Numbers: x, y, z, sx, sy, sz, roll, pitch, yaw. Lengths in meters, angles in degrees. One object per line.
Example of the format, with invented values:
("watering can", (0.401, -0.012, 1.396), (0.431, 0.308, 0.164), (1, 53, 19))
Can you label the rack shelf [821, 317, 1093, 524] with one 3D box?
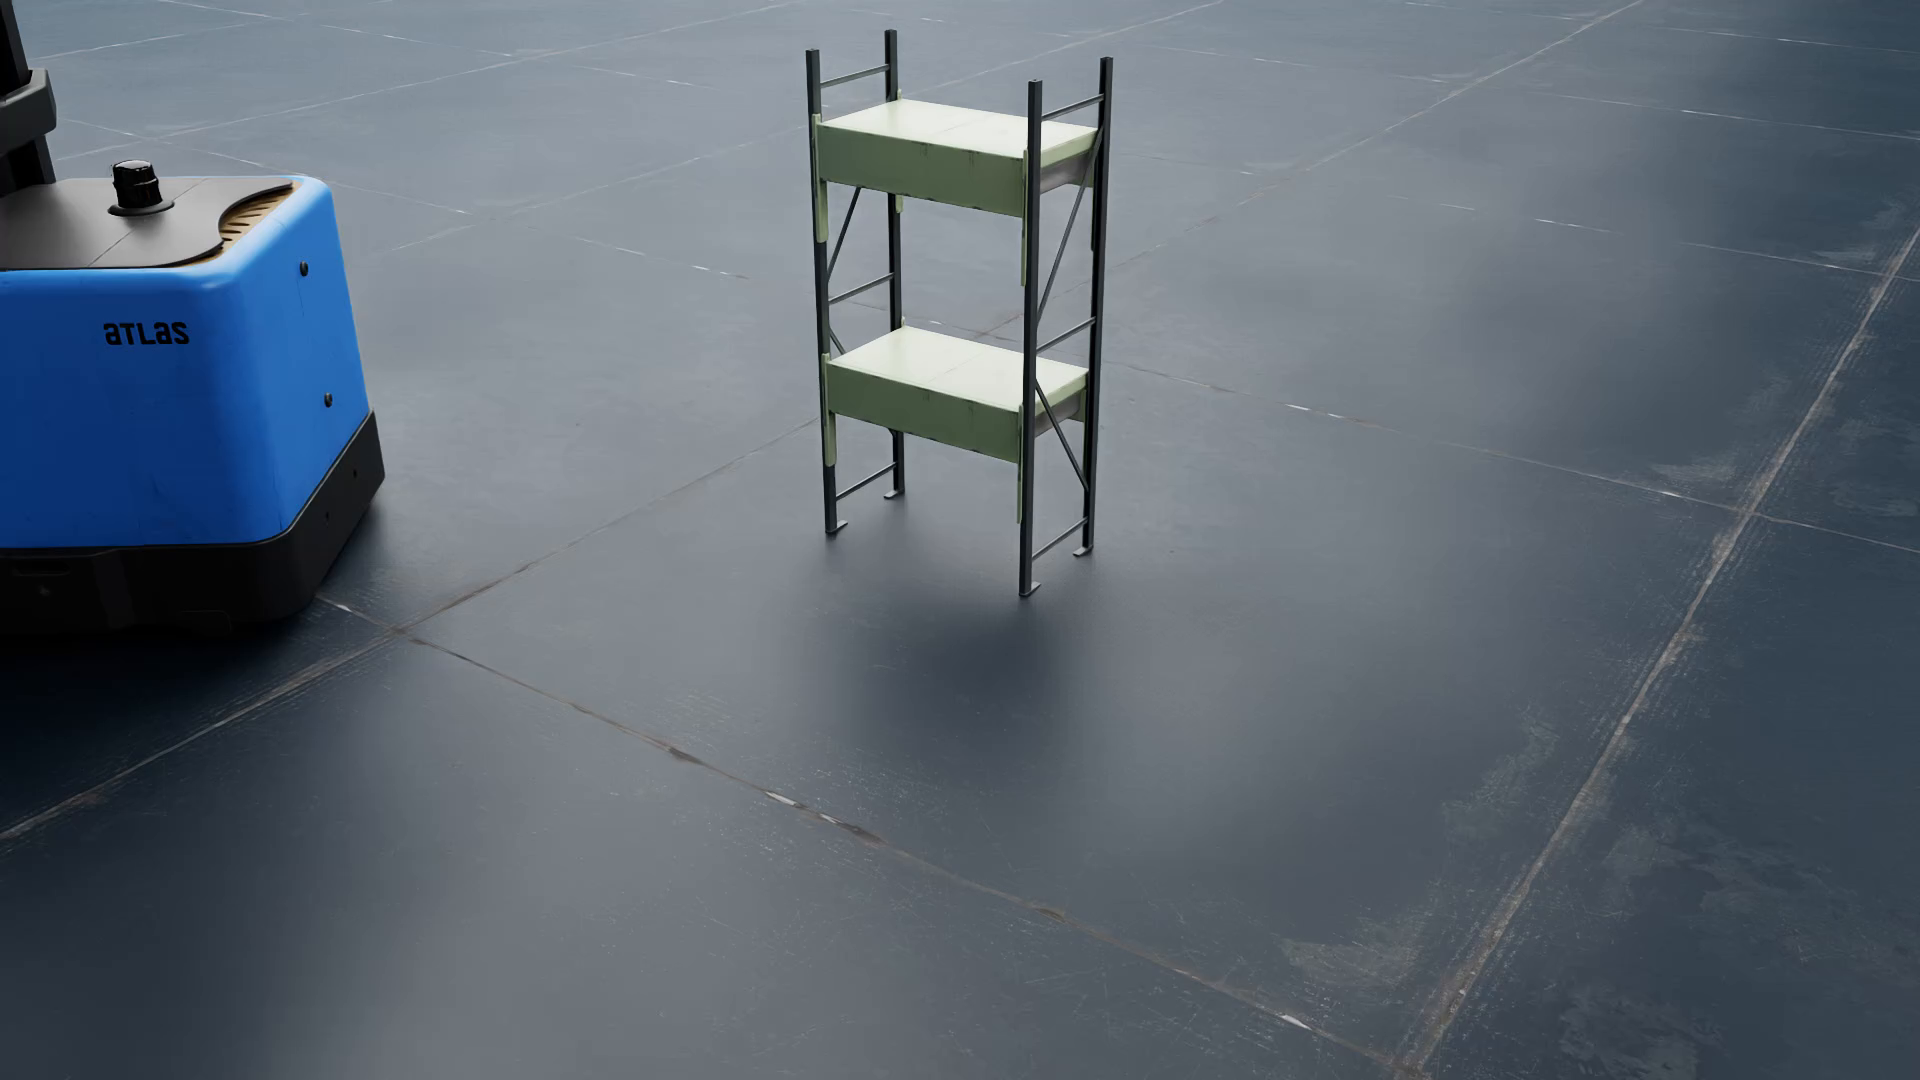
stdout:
("rack shelf", (-0.006, -0.380, 5.061), (0.720, 0.370, 0.431), (17, 32, 30))

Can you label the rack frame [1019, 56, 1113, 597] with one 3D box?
("rack frame", (0.296, -0.576, 4.729), (0.023, 1.500, 0.400), (17, 32, 30))

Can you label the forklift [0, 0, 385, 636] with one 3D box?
("forklift", (-3.392, -1.220, 4.415), (3.031, 2.935, 1.130), (-1, 27, -2))

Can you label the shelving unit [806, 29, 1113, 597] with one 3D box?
("shelving unit", (-0.006, -0.670, 4.913), (0.755, 1.500, 0.431), (17, 32, 30))

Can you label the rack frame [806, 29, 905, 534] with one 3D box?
("rack frame", (-0.307, -0.764, 5.098), (0.023, 1.500, 0.400), (17, 32, 30))

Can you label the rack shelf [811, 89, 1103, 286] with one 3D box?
("rack shelf", (-0.006, -1.018, 4.736), (0.720, 0.370, 0.431), (17, 32, 30))
